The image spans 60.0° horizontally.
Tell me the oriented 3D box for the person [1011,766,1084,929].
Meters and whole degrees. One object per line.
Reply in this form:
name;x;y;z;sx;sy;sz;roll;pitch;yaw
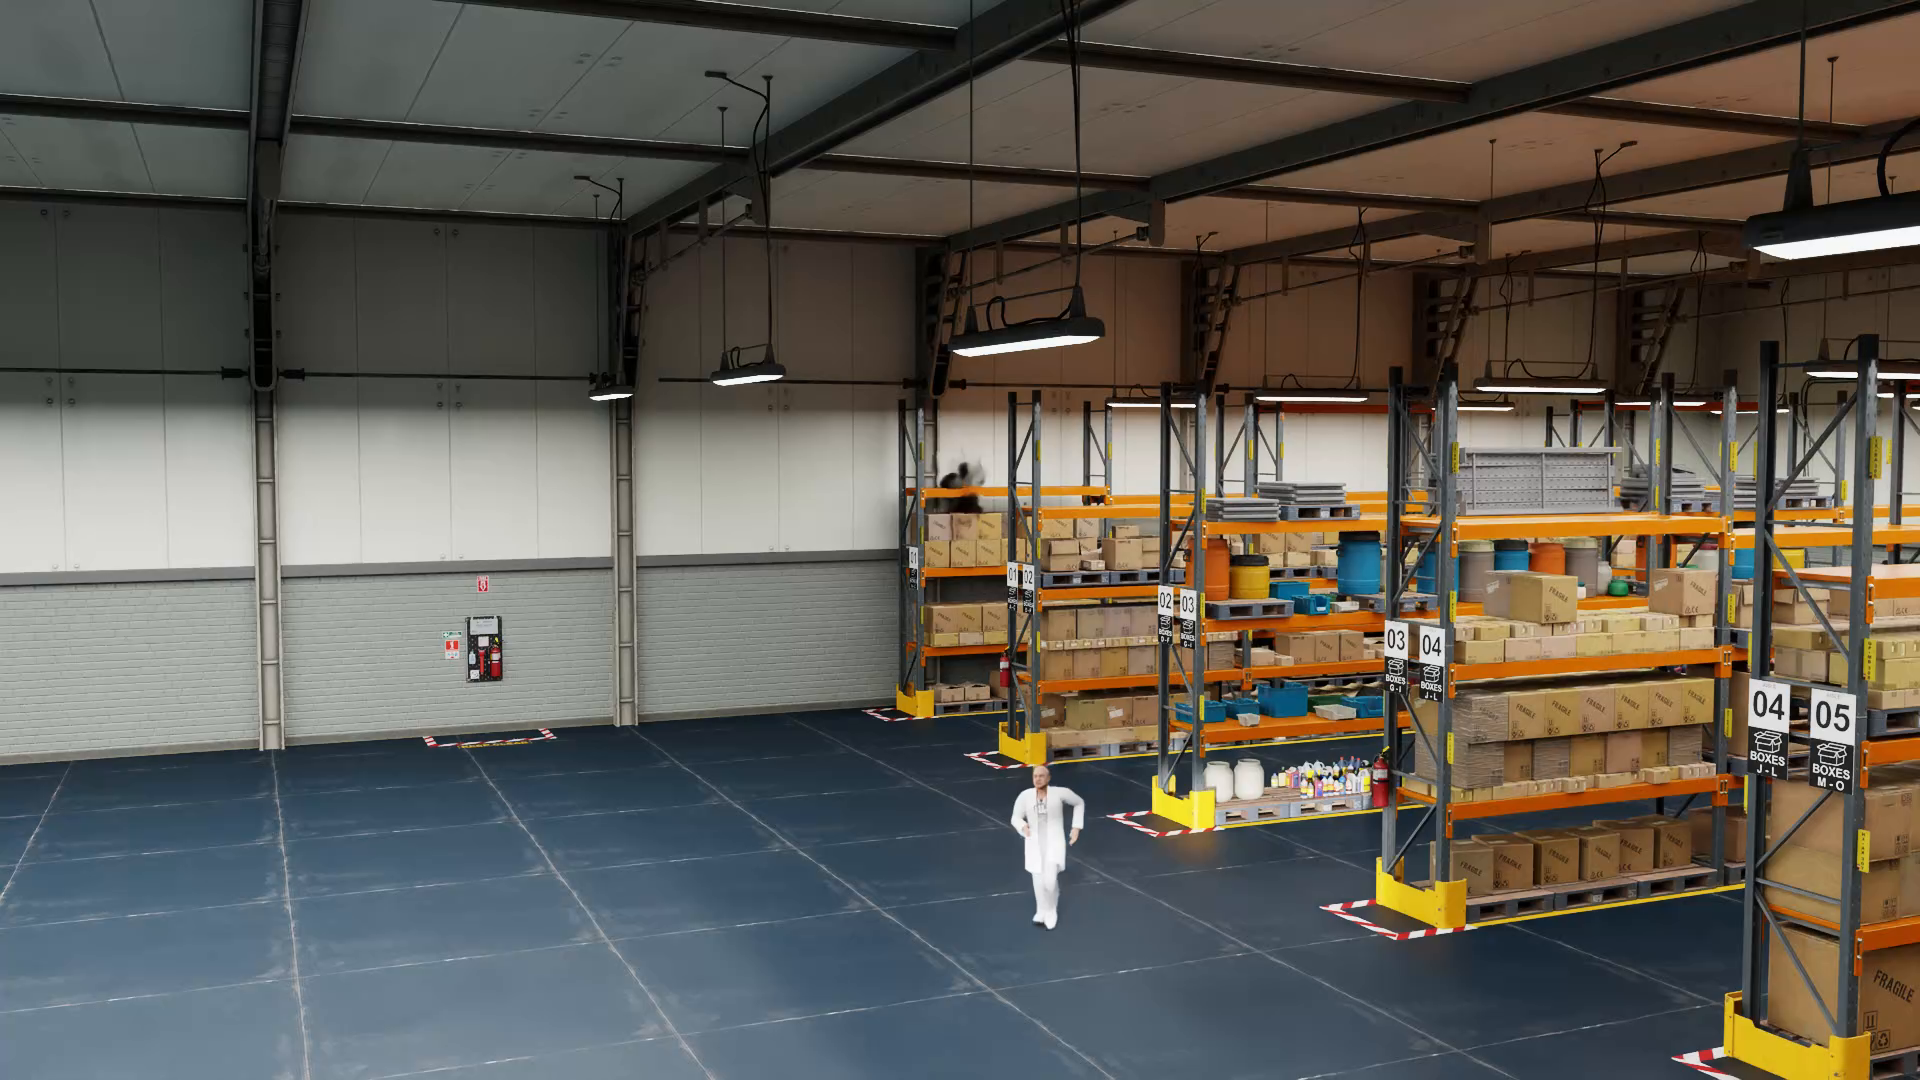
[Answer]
person;0.913;3.243;17.560;0.724;1.734;0.900;1;3;17
